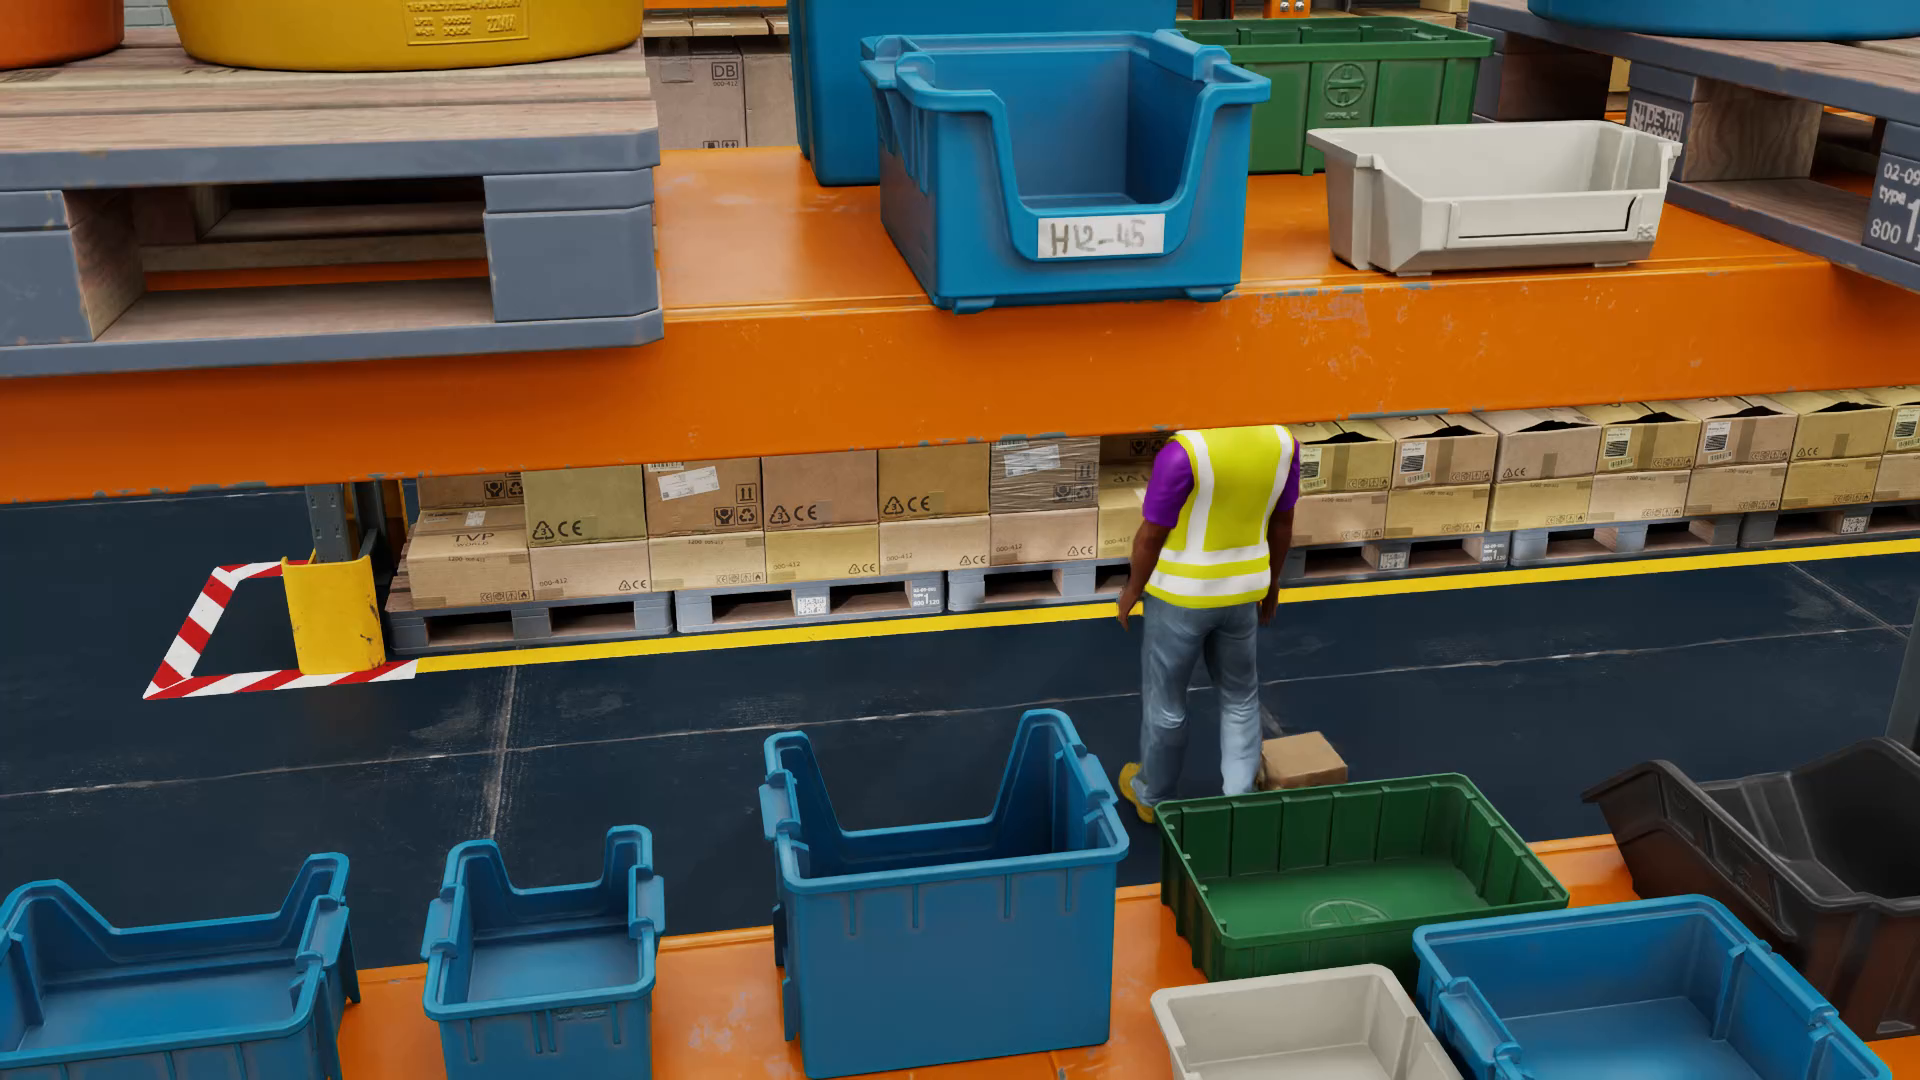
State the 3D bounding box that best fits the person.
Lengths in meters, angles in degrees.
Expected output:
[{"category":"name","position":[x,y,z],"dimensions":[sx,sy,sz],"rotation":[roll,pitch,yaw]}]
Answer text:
[{"category":"person","position":[0.817,0.151,5.641],"dimensions":[0.594,1.771,0.484],"rotation":[-10,25,-23]}]
